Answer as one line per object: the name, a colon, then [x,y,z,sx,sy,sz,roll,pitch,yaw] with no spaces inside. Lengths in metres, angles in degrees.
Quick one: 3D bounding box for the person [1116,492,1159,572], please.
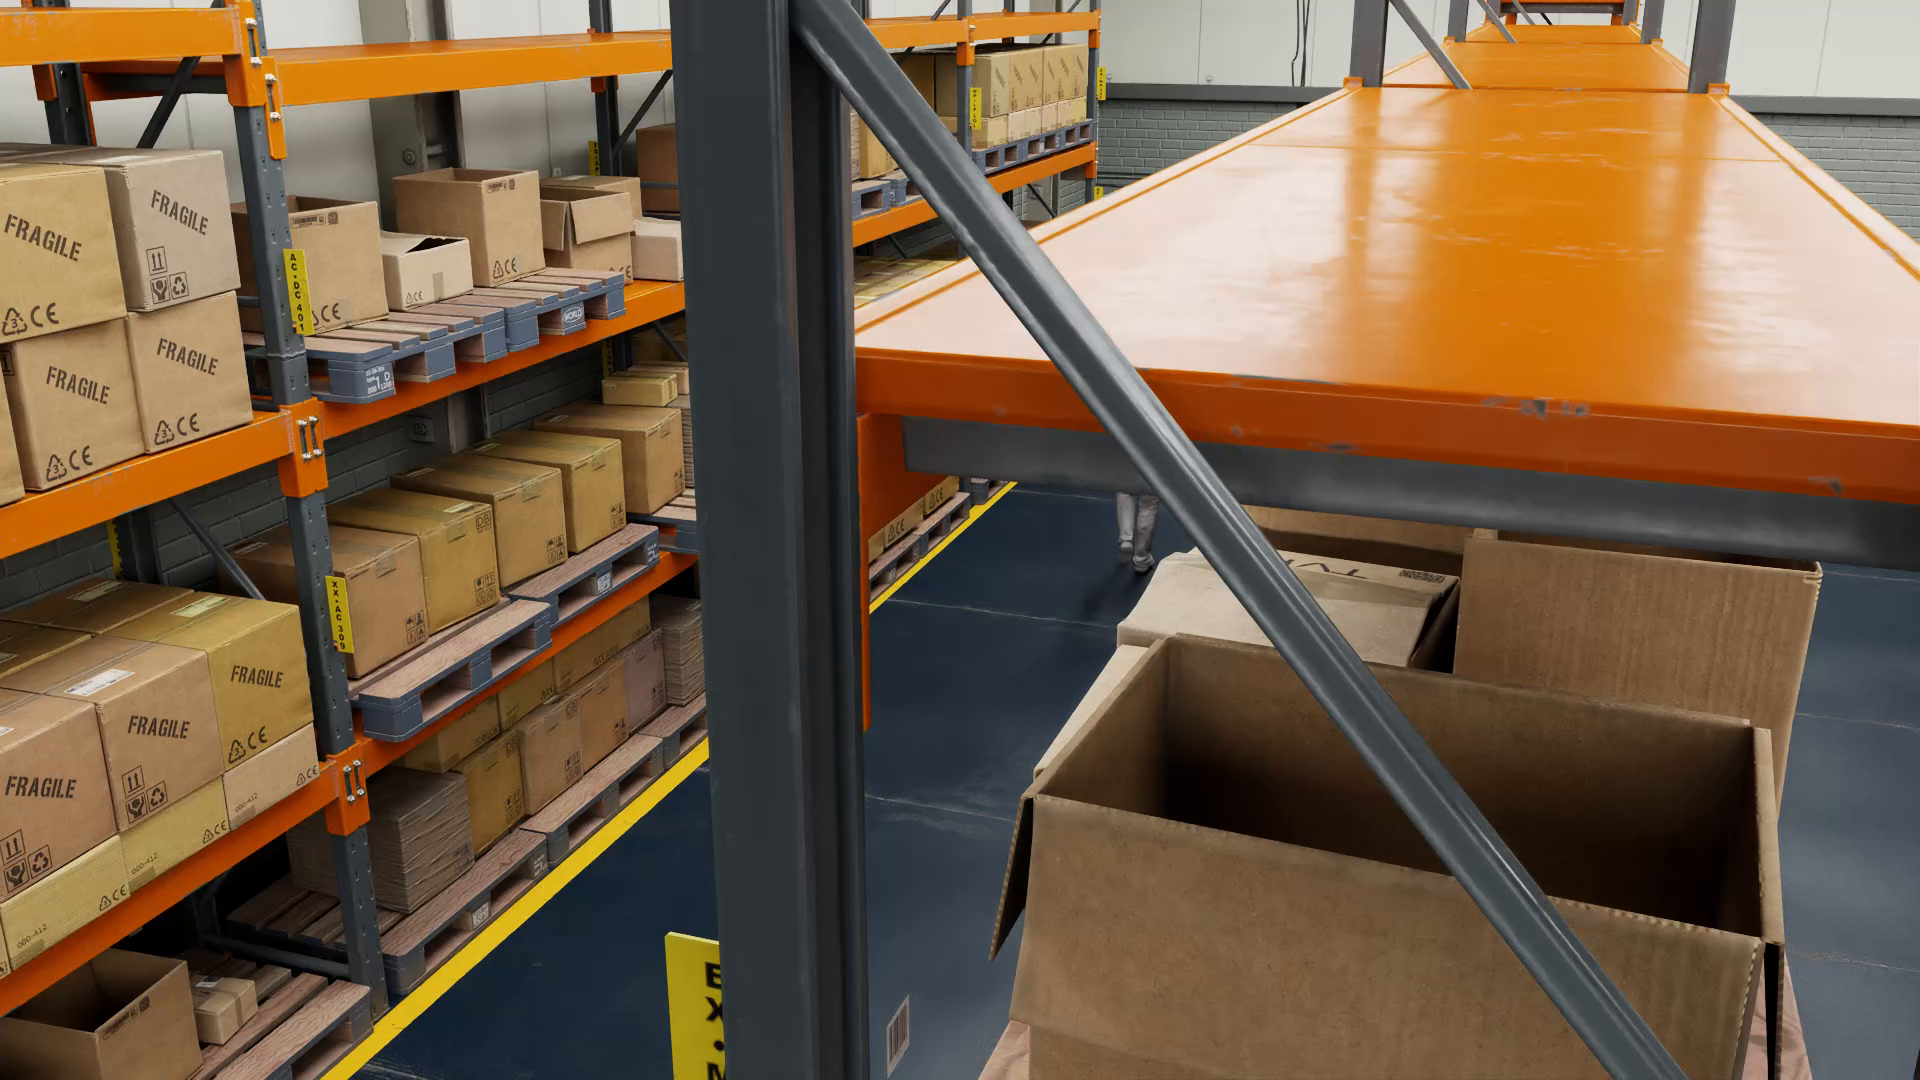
person: [1.406,-0.631,12.872,0.599,1.794,0.468,6,19,16]
